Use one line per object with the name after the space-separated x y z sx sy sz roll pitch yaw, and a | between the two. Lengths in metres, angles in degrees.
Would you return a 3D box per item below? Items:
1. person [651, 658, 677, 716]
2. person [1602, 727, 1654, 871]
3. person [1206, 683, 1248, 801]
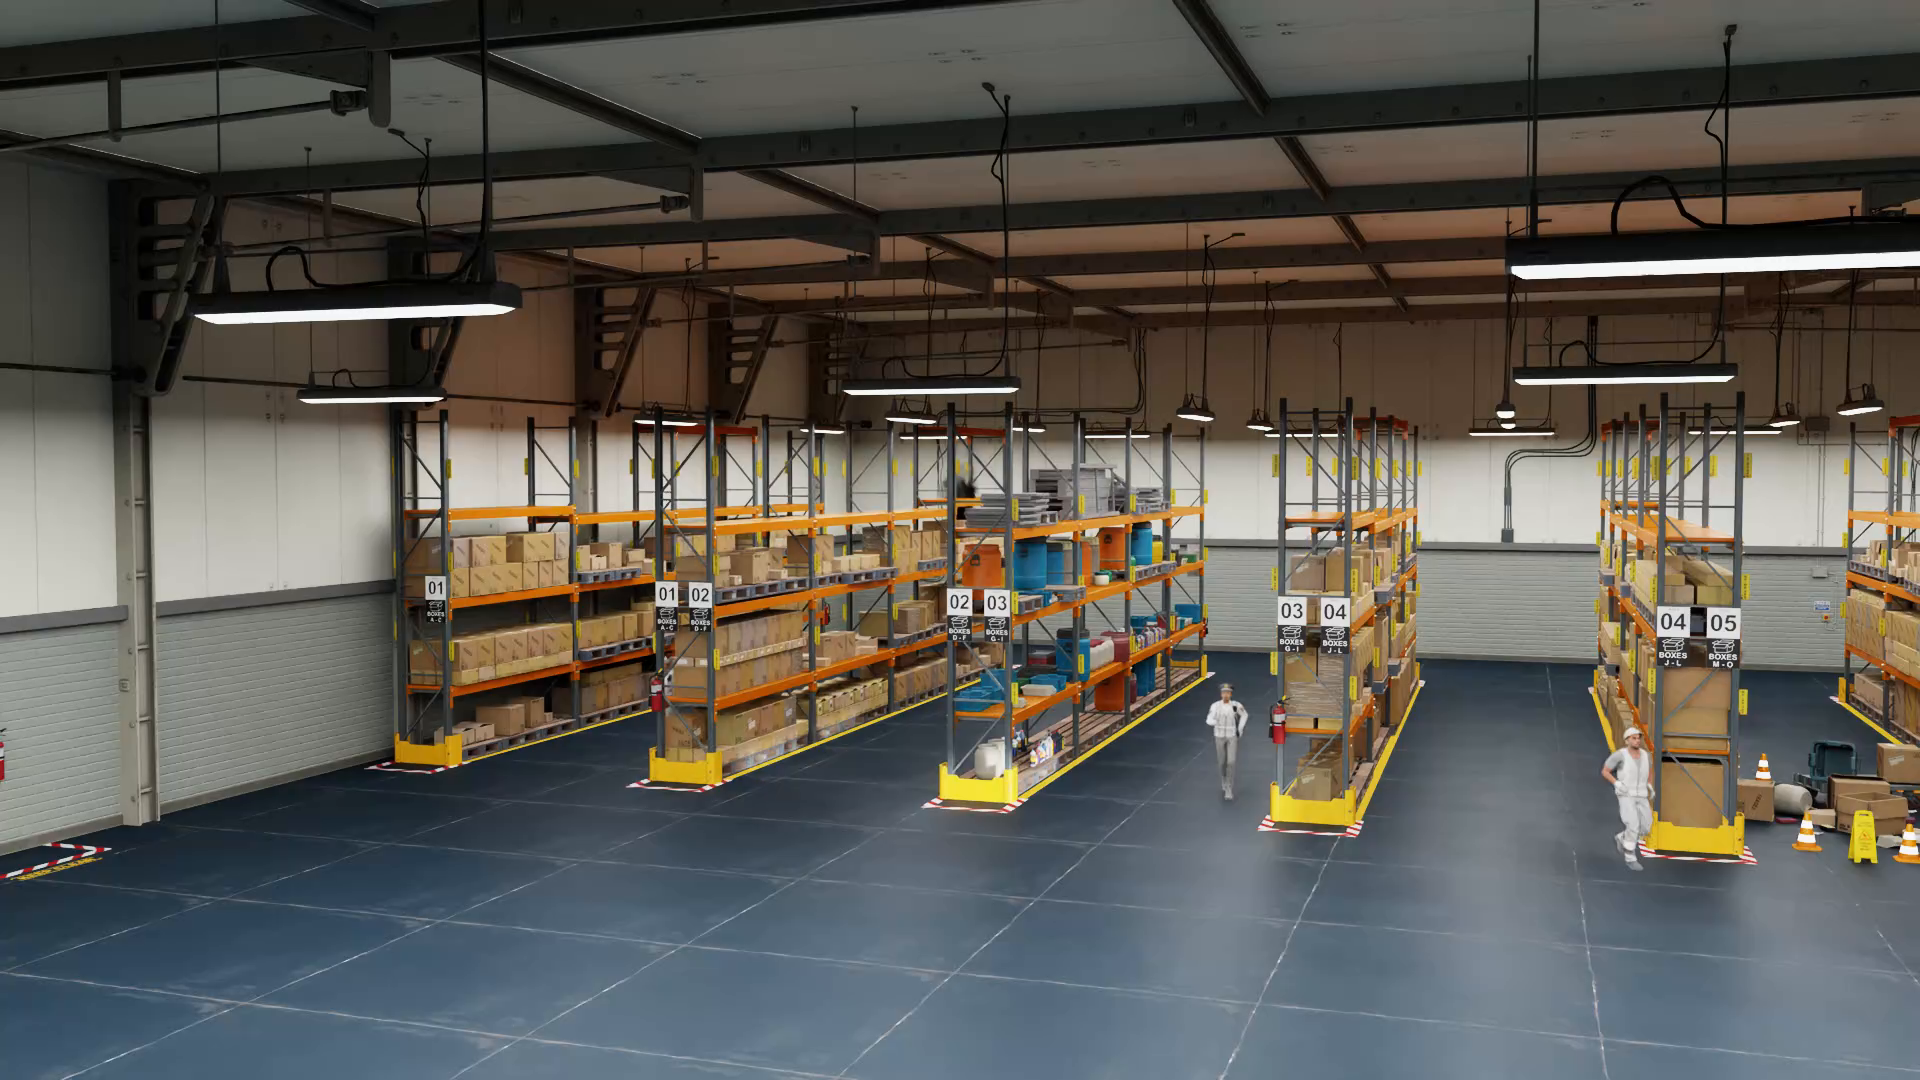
-5.200 2.916 29.519 0.615 1.677 0.914 1 3 14 | person
8.446 3.239 20.958 0.704 1.760 0.639 0 2 -8 | person
4.075 3.048 25.440 0.602 1.733 0.812 1 3 16 | person
